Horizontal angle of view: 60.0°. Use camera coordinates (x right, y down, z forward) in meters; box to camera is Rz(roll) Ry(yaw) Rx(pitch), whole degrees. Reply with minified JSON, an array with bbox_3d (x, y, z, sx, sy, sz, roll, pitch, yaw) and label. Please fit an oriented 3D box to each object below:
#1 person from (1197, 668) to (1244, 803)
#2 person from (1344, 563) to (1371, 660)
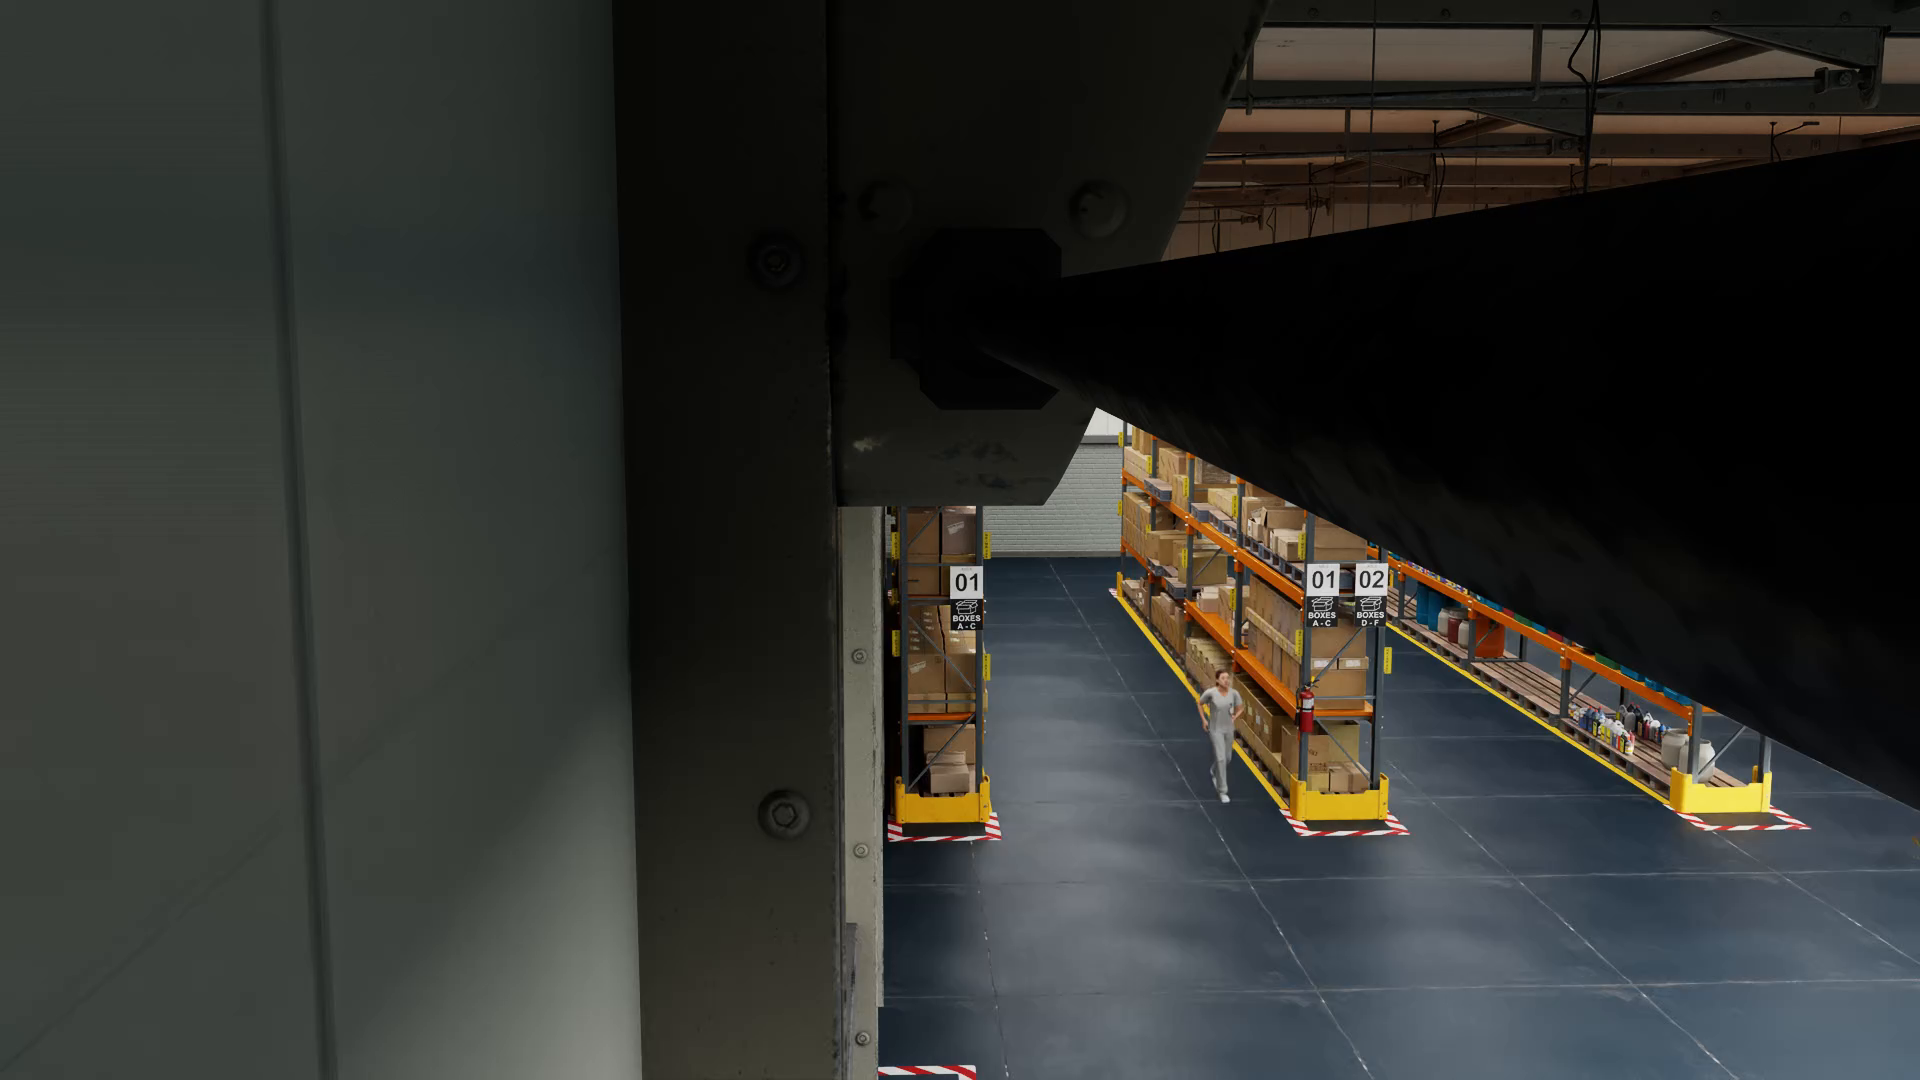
[{"bbox_3d":[3.356,2.454,21.349,0.569,1.657,0.881,-2,8,-11],"label":"person"},{"bbox_3d":[7.281,1.217,30.017,0.699,1.756,0.987,-1,8,-7],"label":"person"}]
